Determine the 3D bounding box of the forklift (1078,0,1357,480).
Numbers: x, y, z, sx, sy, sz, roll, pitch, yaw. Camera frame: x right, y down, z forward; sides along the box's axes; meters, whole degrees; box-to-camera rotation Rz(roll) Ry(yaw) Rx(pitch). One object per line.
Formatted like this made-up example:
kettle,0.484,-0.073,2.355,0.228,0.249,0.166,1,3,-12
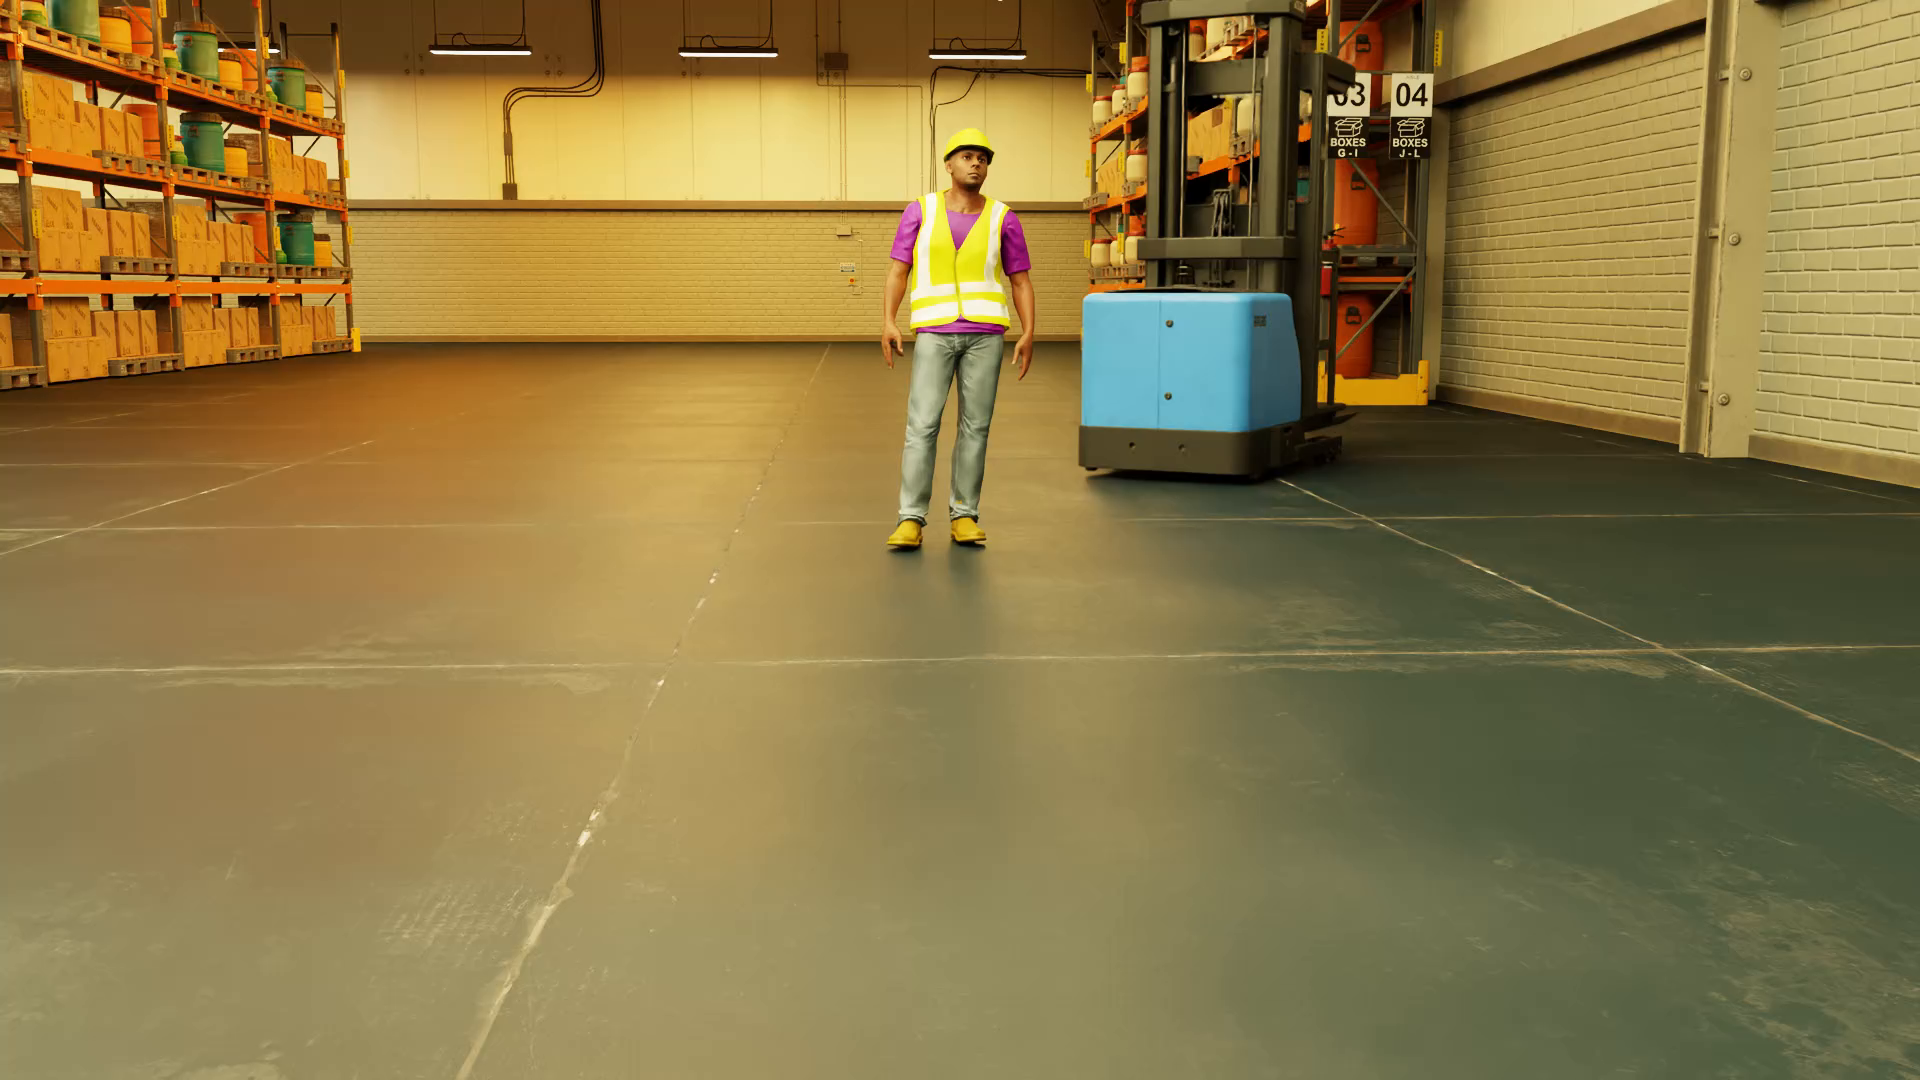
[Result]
forklift,1.833,-1.967,10.577,1.130,2.935,3.031,4,10,28

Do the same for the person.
person,-0.002,-0.871,7.110,0.666,1.765,0.577,-1,8,-4
